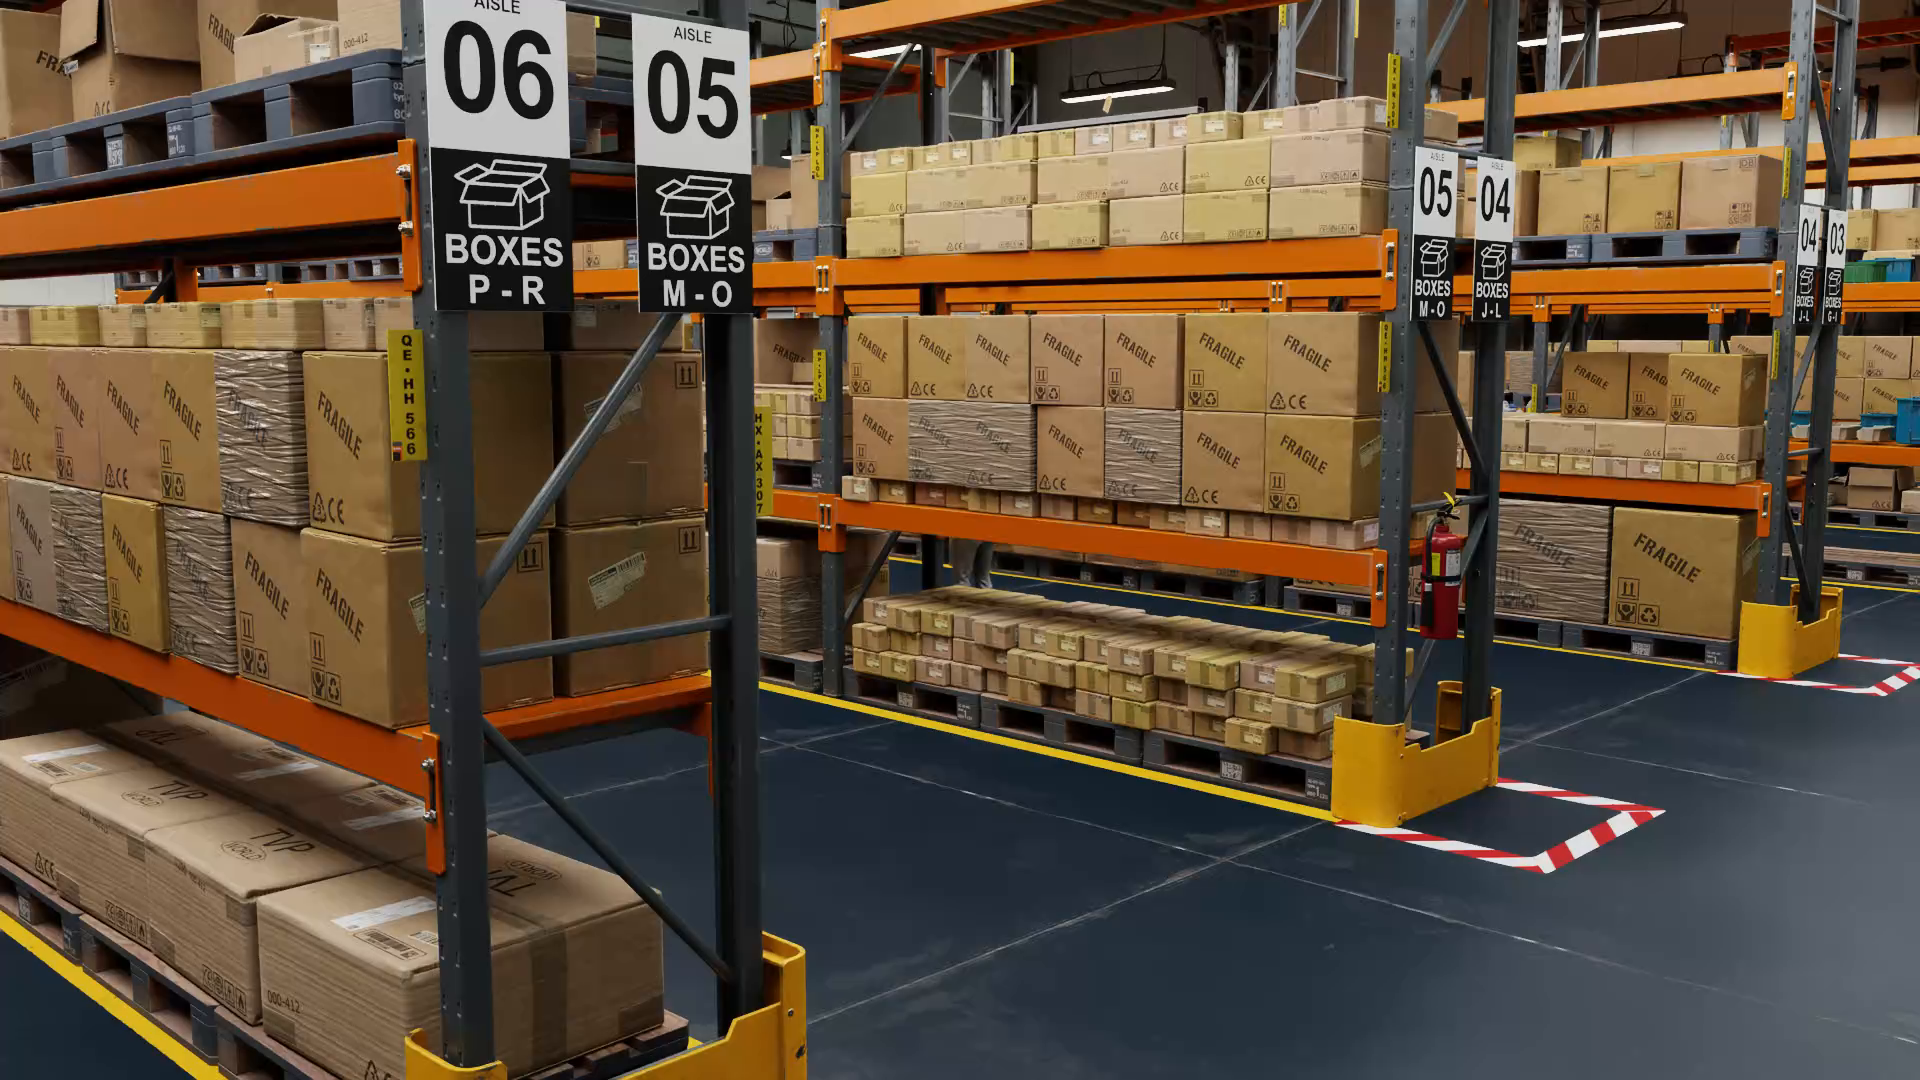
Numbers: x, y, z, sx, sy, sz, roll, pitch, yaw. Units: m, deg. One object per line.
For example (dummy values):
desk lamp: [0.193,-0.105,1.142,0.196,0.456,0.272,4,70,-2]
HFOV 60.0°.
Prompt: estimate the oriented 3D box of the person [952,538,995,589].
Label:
person: [0.057,-0.068,12.709,0.562,1.686,0.459,7,10,44]
